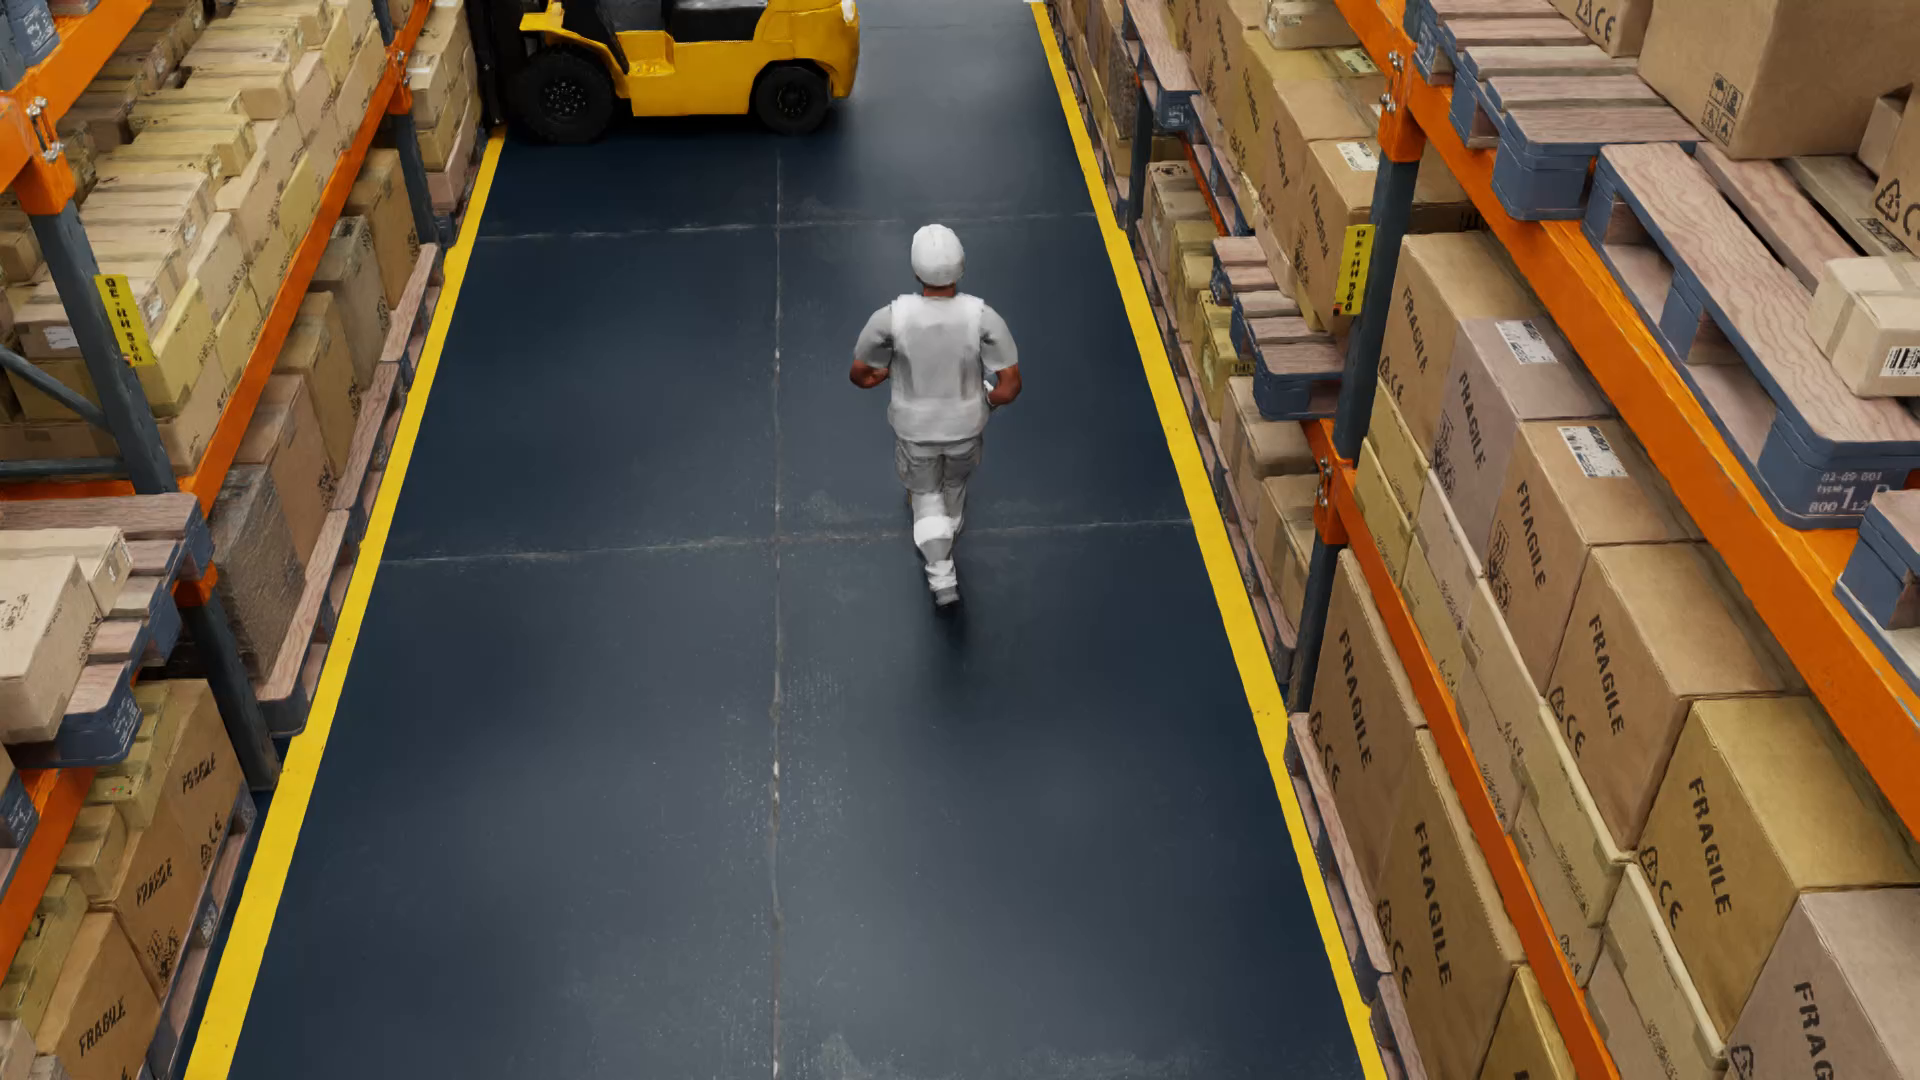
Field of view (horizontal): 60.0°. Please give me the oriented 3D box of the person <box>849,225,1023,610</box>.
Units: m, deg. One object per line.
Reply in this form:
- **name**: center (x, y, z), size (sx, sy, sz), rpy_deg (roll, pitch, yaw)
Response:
- **person**: center (-0.101, -0.463, 6.714), size (0.669, 1.771, 0.772), rpy_deg (-2, 39, -2)
